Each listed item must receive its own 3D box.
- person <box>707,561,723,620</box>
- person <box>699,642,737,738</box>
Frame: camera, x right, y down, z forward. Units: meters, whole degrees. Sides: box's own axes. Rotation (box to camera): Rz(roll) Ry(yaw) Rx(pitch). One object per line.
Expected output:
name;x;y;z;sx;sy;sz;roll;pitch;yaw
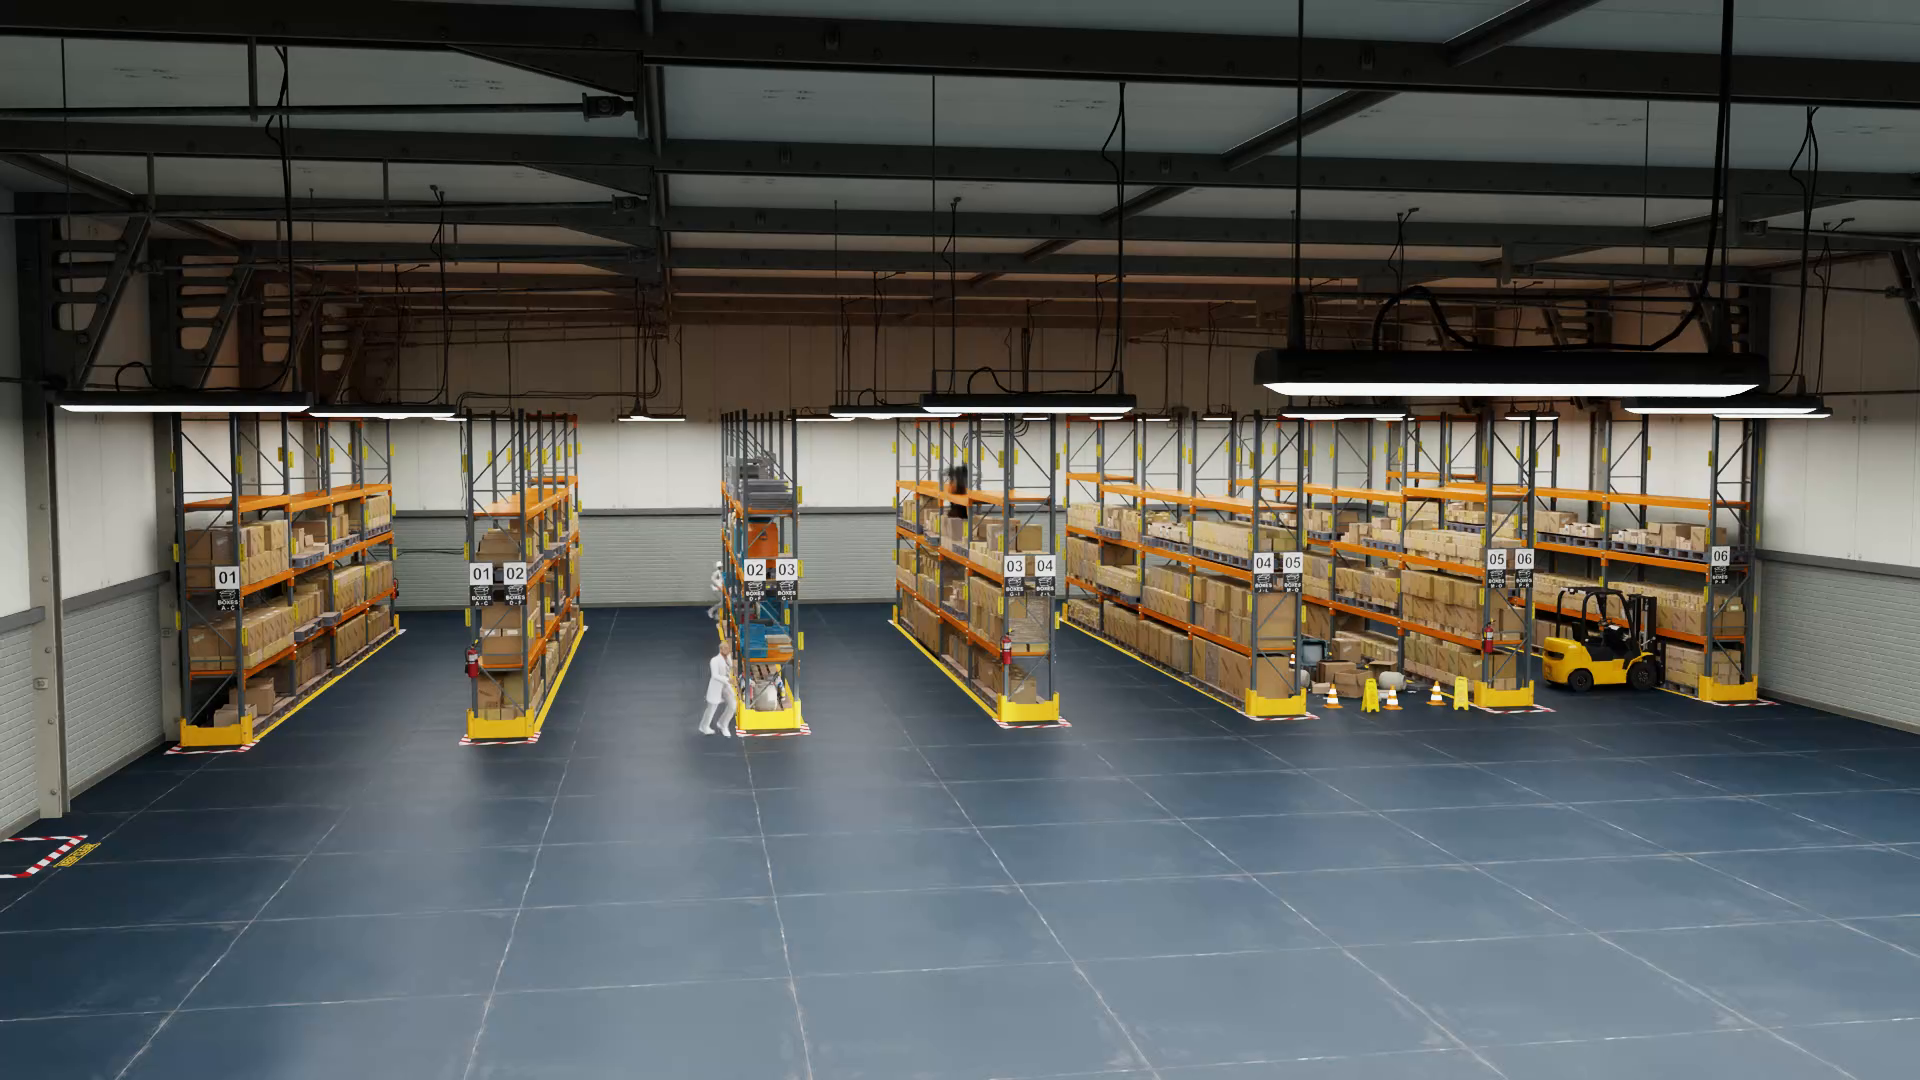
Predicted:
person;-7.090;1.481;48.677;0.532;1.712;0.749;0;4;6
person;-4.334;2.736;30.288;1.077;1.777;0.650;3;5;39
